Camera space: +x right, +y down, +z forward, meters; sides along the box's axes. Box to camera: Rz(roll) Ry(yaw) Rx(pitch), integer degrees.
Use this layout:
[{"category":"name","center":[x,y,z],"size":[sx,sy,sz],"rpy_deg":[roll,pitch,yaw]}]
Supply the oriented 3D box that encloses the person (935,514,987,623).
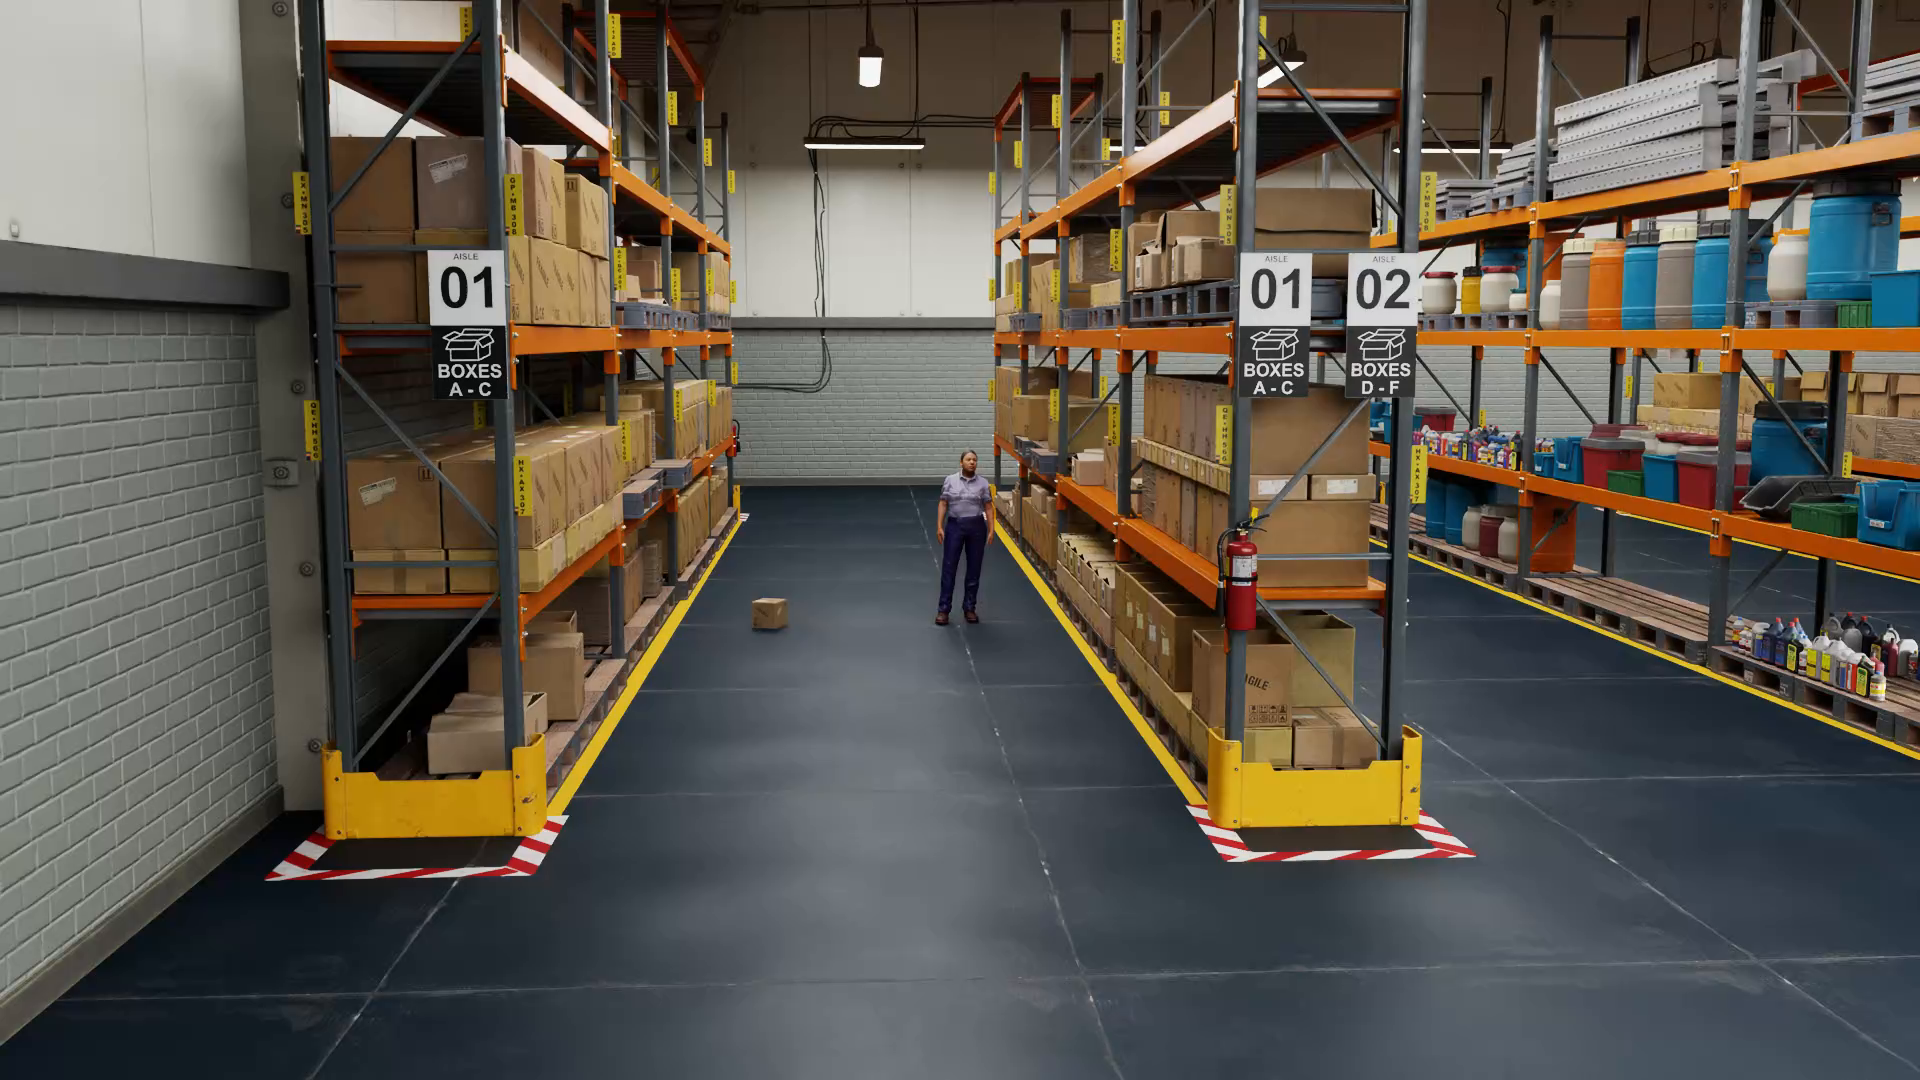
[{"category":"person","center":[0.008,0.268,16.099],"size":[0.525,1.028,0.500],"rpy_deg":[-1,7,-4]}]
